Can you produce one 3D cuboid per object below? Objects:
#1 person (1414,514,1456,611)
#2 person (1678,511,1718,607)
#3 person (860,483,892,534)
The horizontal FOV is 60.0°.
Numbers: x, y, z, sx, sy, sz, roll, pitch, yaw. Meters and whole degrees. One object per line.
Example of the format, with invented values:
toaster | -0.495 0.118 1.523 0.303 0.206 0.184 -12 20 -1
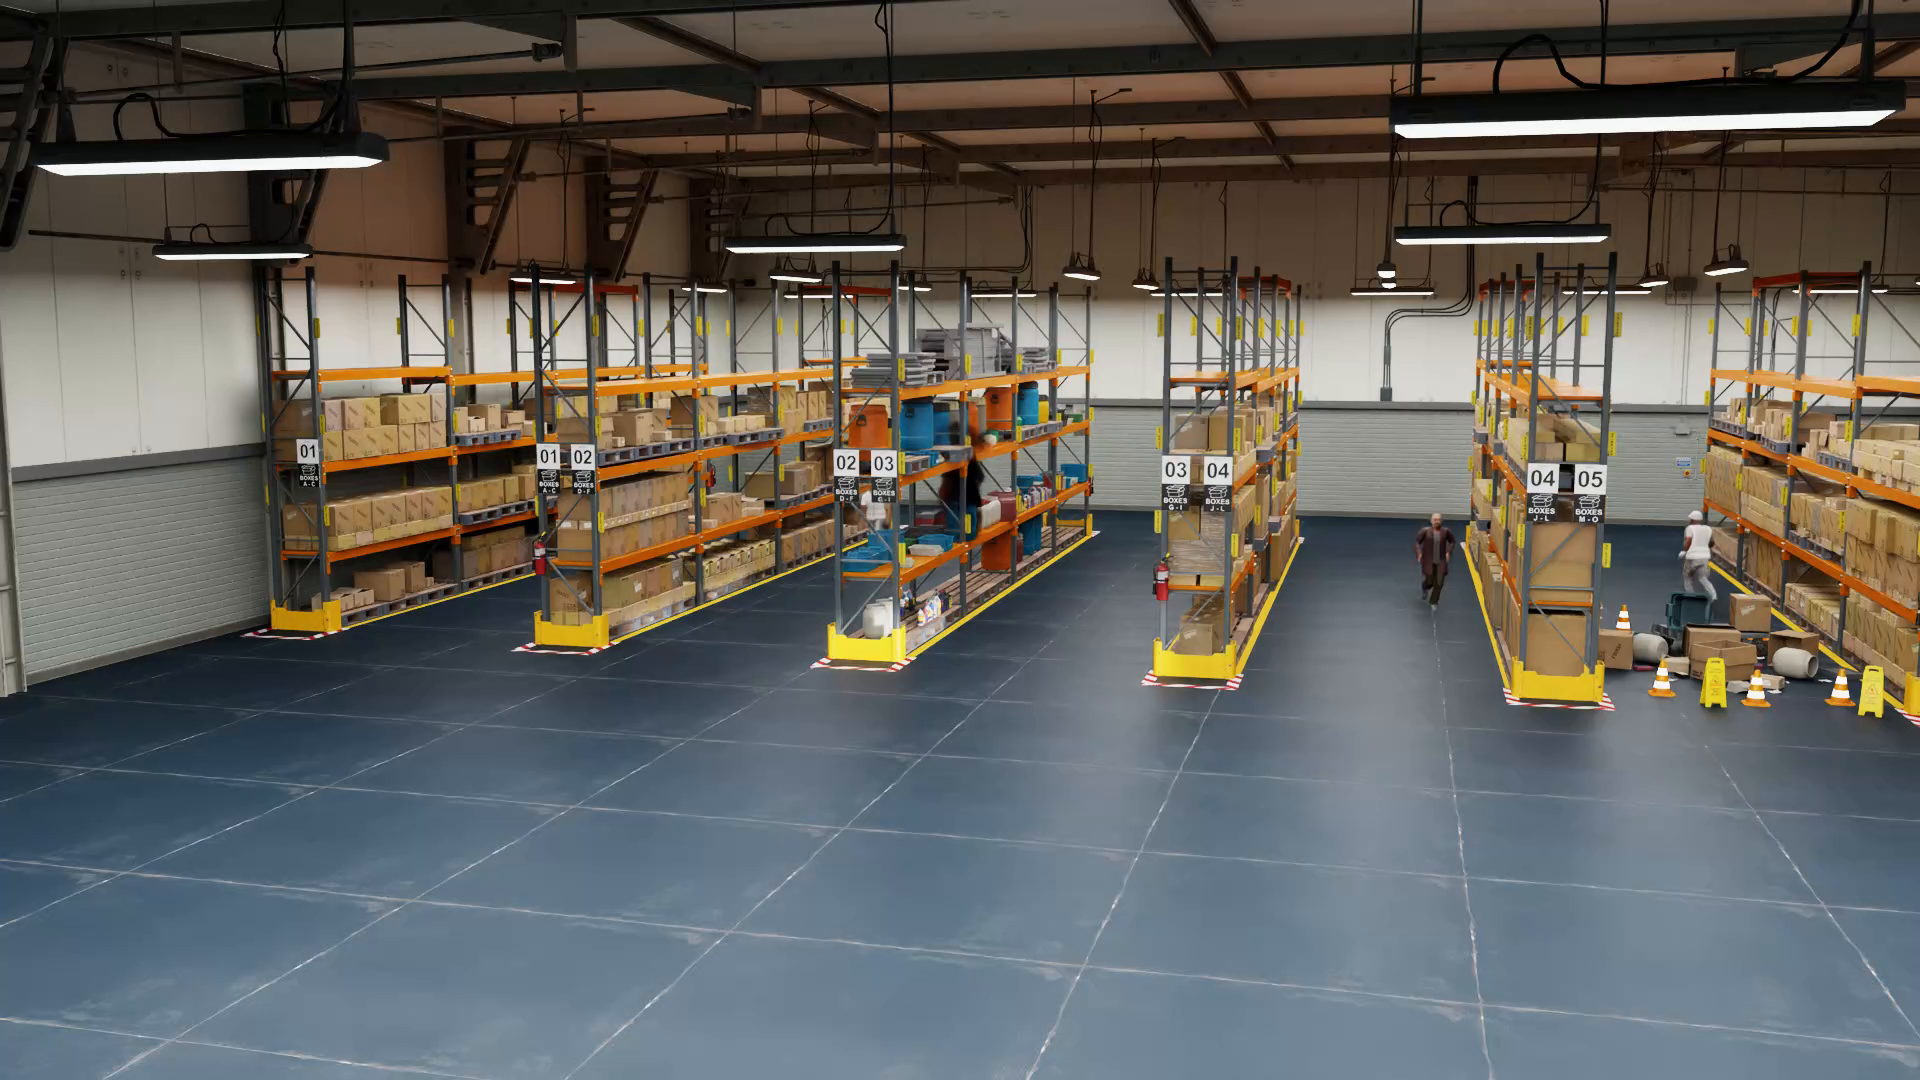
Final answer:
person | 8.530 0.376 29.892 0.726 1.734 0.721 1 7 4
person | 13.270 0.364 29.807 0.691 1.745 0.922 -1 7 -6
person | -1.842 -0.441 36.087 0.663 1.786 0.809 2 8 16
